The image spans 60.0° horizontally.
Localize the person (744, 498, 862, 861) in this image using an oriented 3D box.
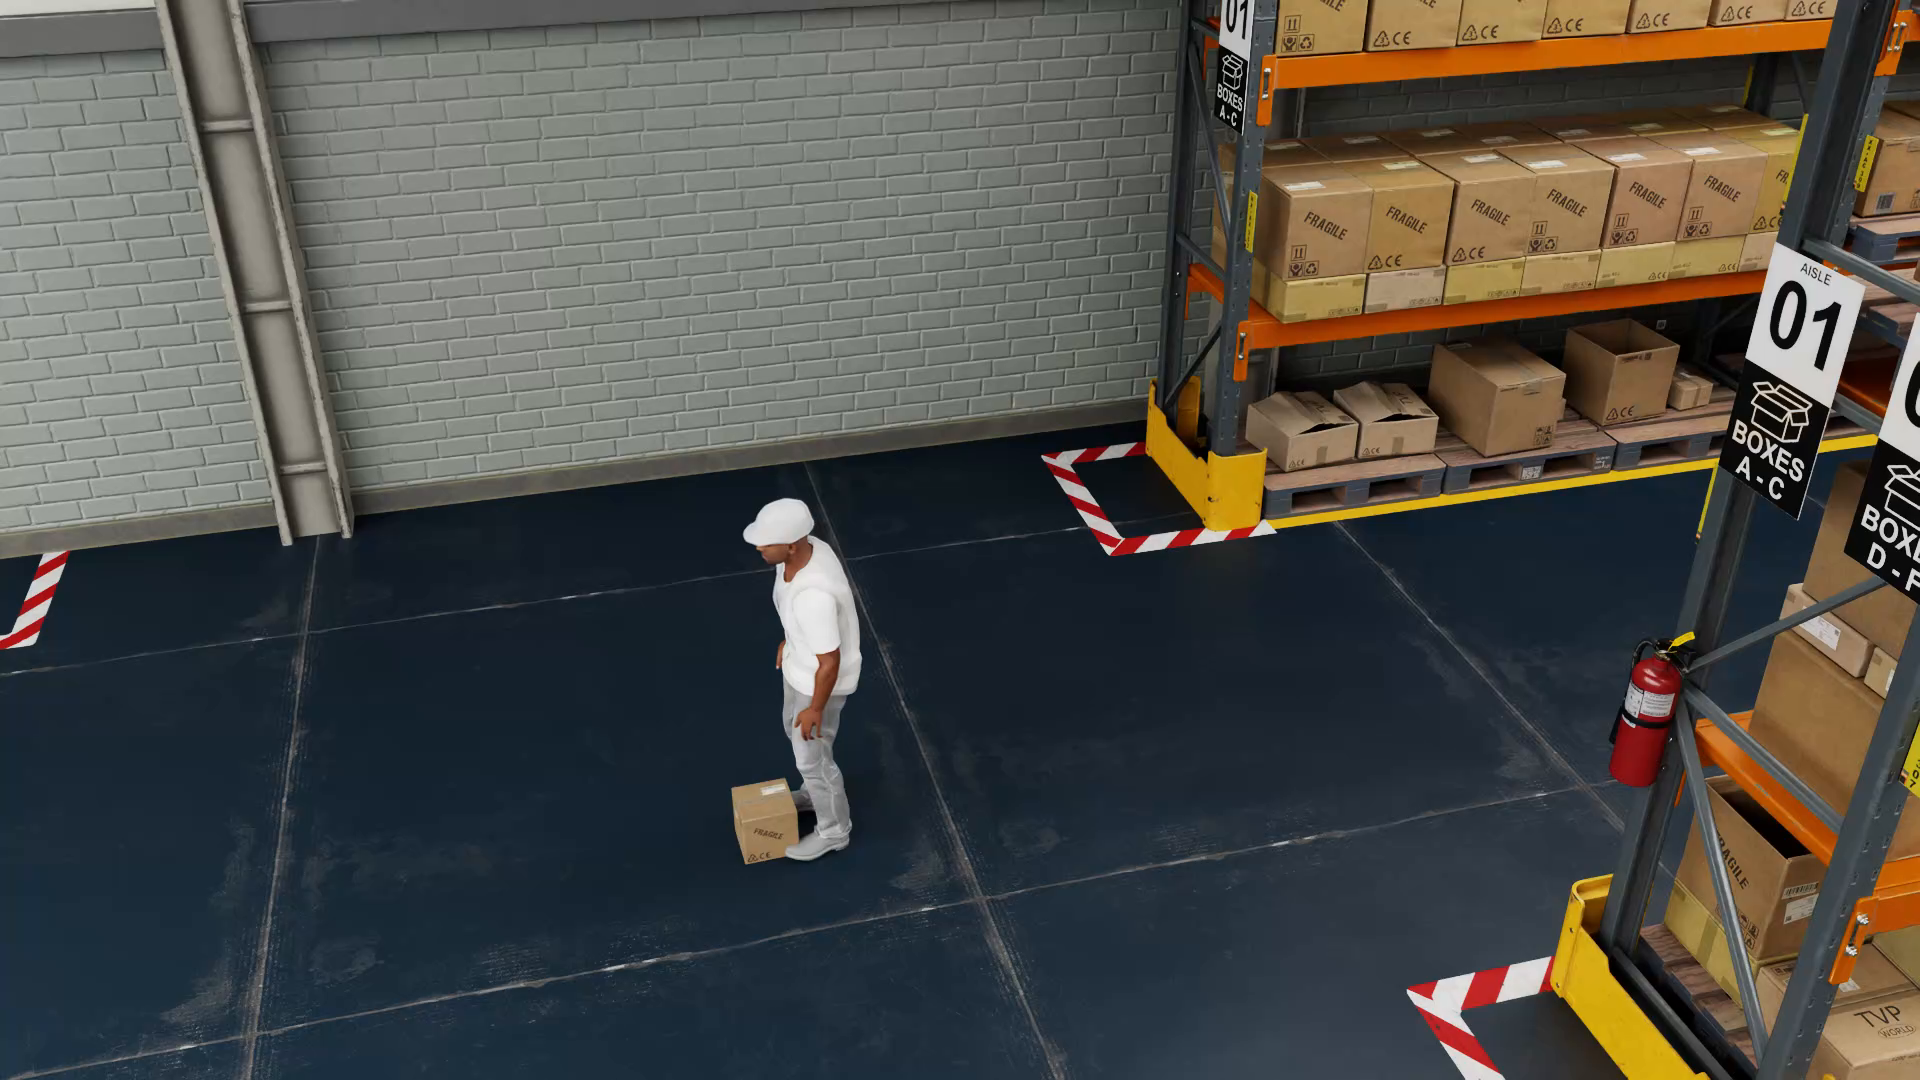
[{"bbox_3d":[-0.666,0.582,7.216,0.456,1.761,0.627,-8,31,-13],"label":"person"}]
